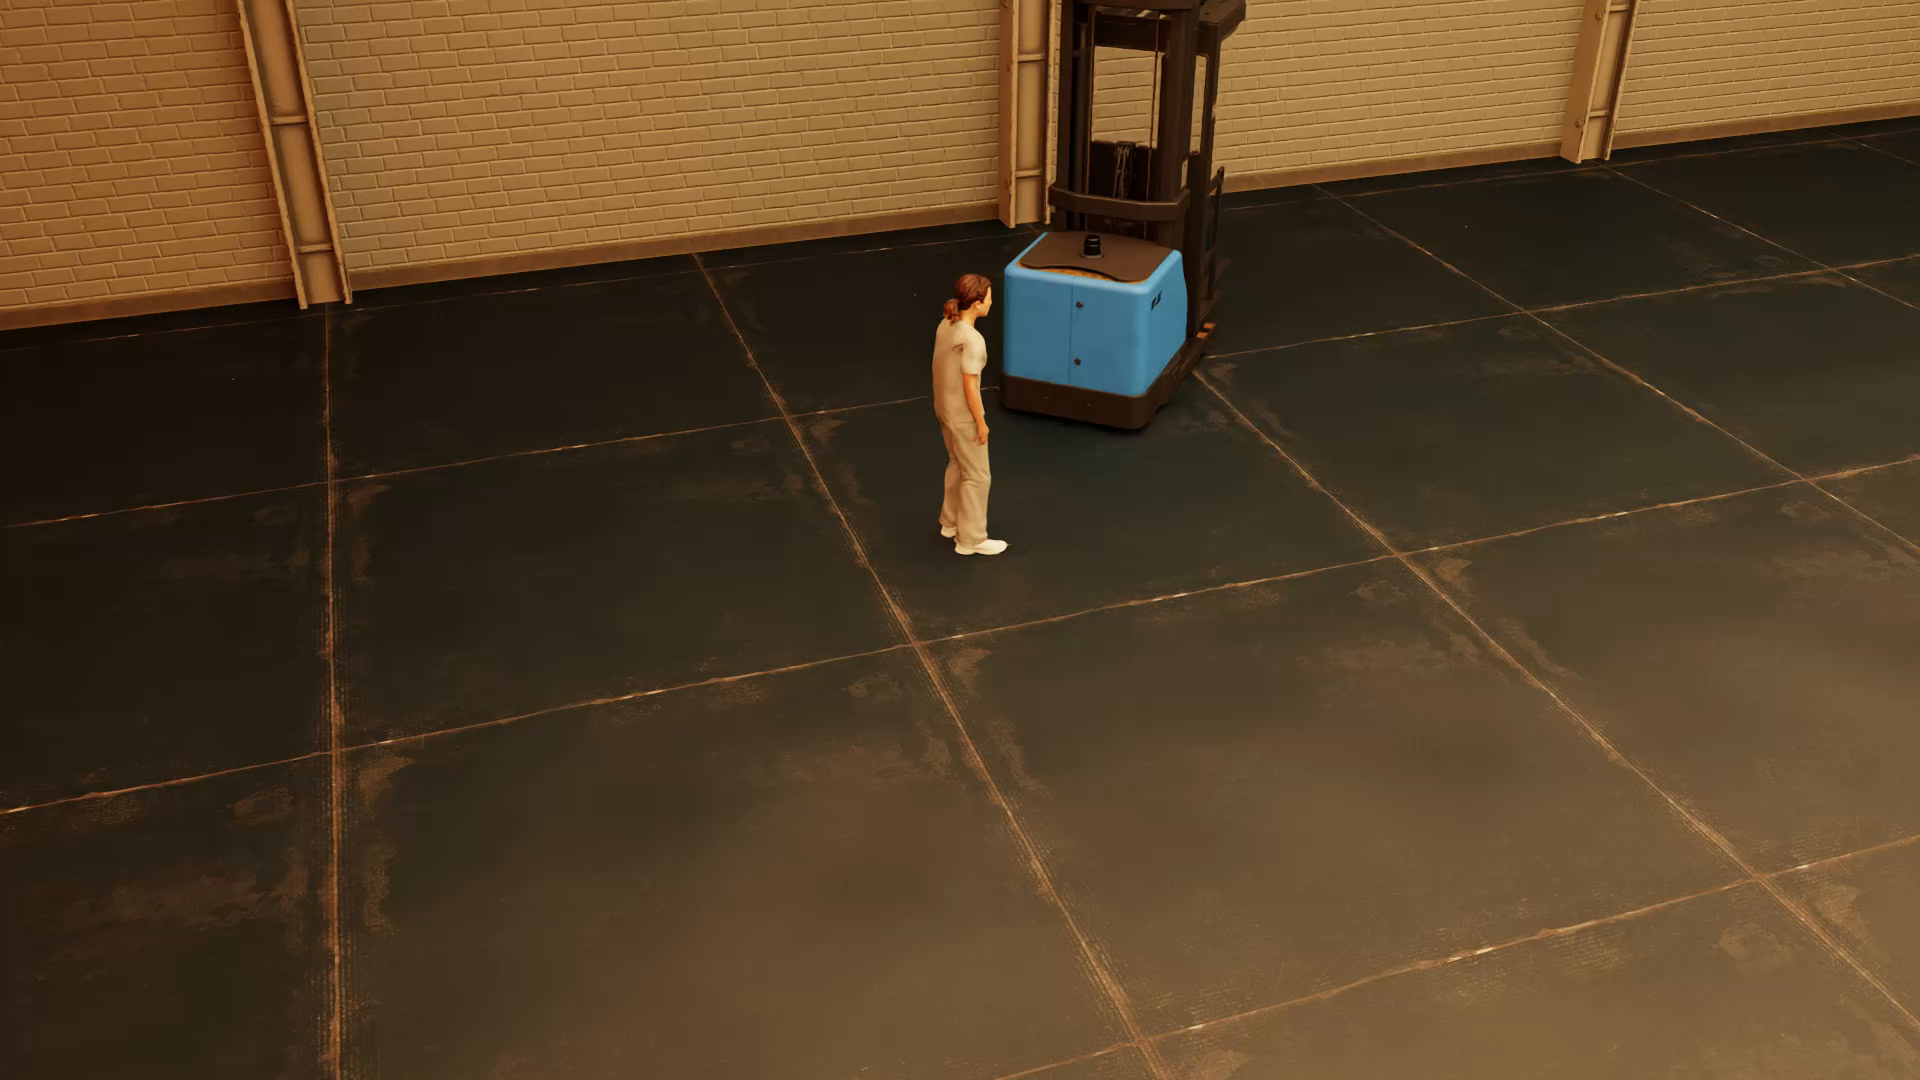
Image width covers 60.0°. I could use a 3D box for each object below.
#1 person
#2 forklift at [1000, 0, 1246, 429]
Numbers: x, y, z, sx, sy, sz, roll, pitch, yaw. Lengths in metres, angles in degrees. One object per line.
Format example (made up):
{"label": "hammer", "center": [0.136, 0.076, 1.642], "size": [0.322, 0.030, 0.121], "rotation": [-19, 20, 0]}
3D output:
{"label": "person", "center": [0.035, -0.733, 9.624], "size": [0.361, 1.672, 0.495], "rotation": [-11, 32, -18]}
{"label": "forklift", "center": [1.315, -2.732, 11.836], "size": [1.130, 2.935, 3.031], "rotation": [12, 32, 20]}
